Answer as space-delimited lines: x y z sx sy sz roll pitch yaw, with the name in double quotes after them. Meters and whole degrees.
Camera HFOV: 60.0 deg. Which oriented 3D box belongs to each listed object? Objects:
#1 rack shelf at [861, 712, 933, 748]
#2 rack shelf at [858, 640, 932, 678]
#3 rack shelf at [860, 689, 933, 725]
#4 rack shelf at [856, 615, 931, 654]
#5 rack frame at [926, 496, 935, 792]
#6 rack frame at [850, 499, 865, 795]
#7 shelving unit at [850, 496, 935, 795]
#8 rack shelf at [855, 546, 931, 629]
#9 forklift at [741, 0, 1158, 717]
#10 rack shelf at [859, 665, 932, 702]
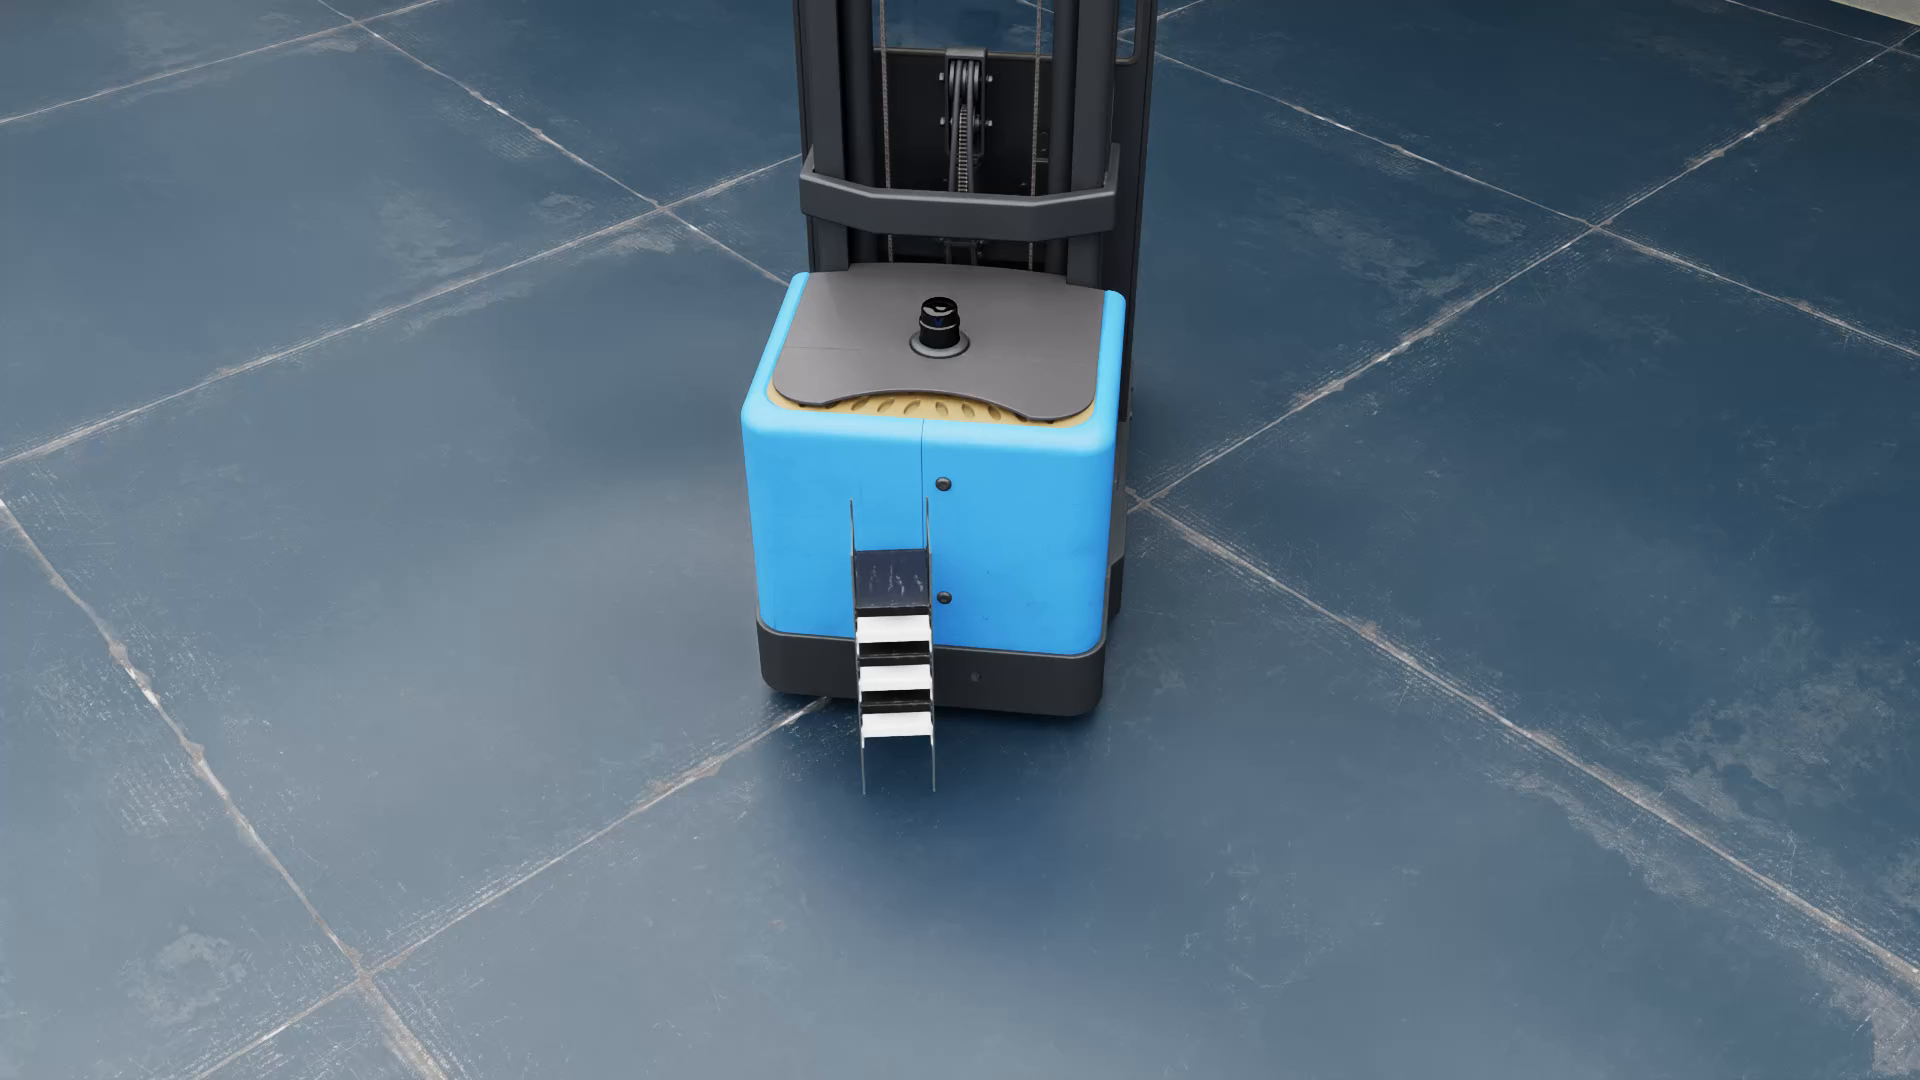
-0.183 0.477 4.782 0.200 0.077 0.258 -2 39 -2 "rack shelf"
-0.183 0.267 4.613 0.200 0.077 0.258 -2 39 -2 "rack shelf"
-0.183 0.407 4.726 0.200 0.077 0.258 -2 39 -2 "rack shelf"
-0.183 0.197 4.556 0.200 0.077 0.258 -2 39 -2 "rack shelf"
-0.082 0.308 4.652 0.006 0.900 0.240 -2 39 -2 "rack frame"
-0.285 0.315 4.644 0.006 0.900 0.240 -2 39 -2 "rack frame"
-0.183 0.311 4.648 0.210 0.900 0.258 -2 39 -2 "shelving unit"
-0.184 0.127 4.499 0.200 0.077 0.258 -2 39 -2 "rack shelf"
0.073 -1.531 5.313 1.130 2.935 3.031 4 39 5 "forklift"
-0.183 0.337 4.669 0.200 0.077 0.258 -2 39 -2 "rack shelf"
